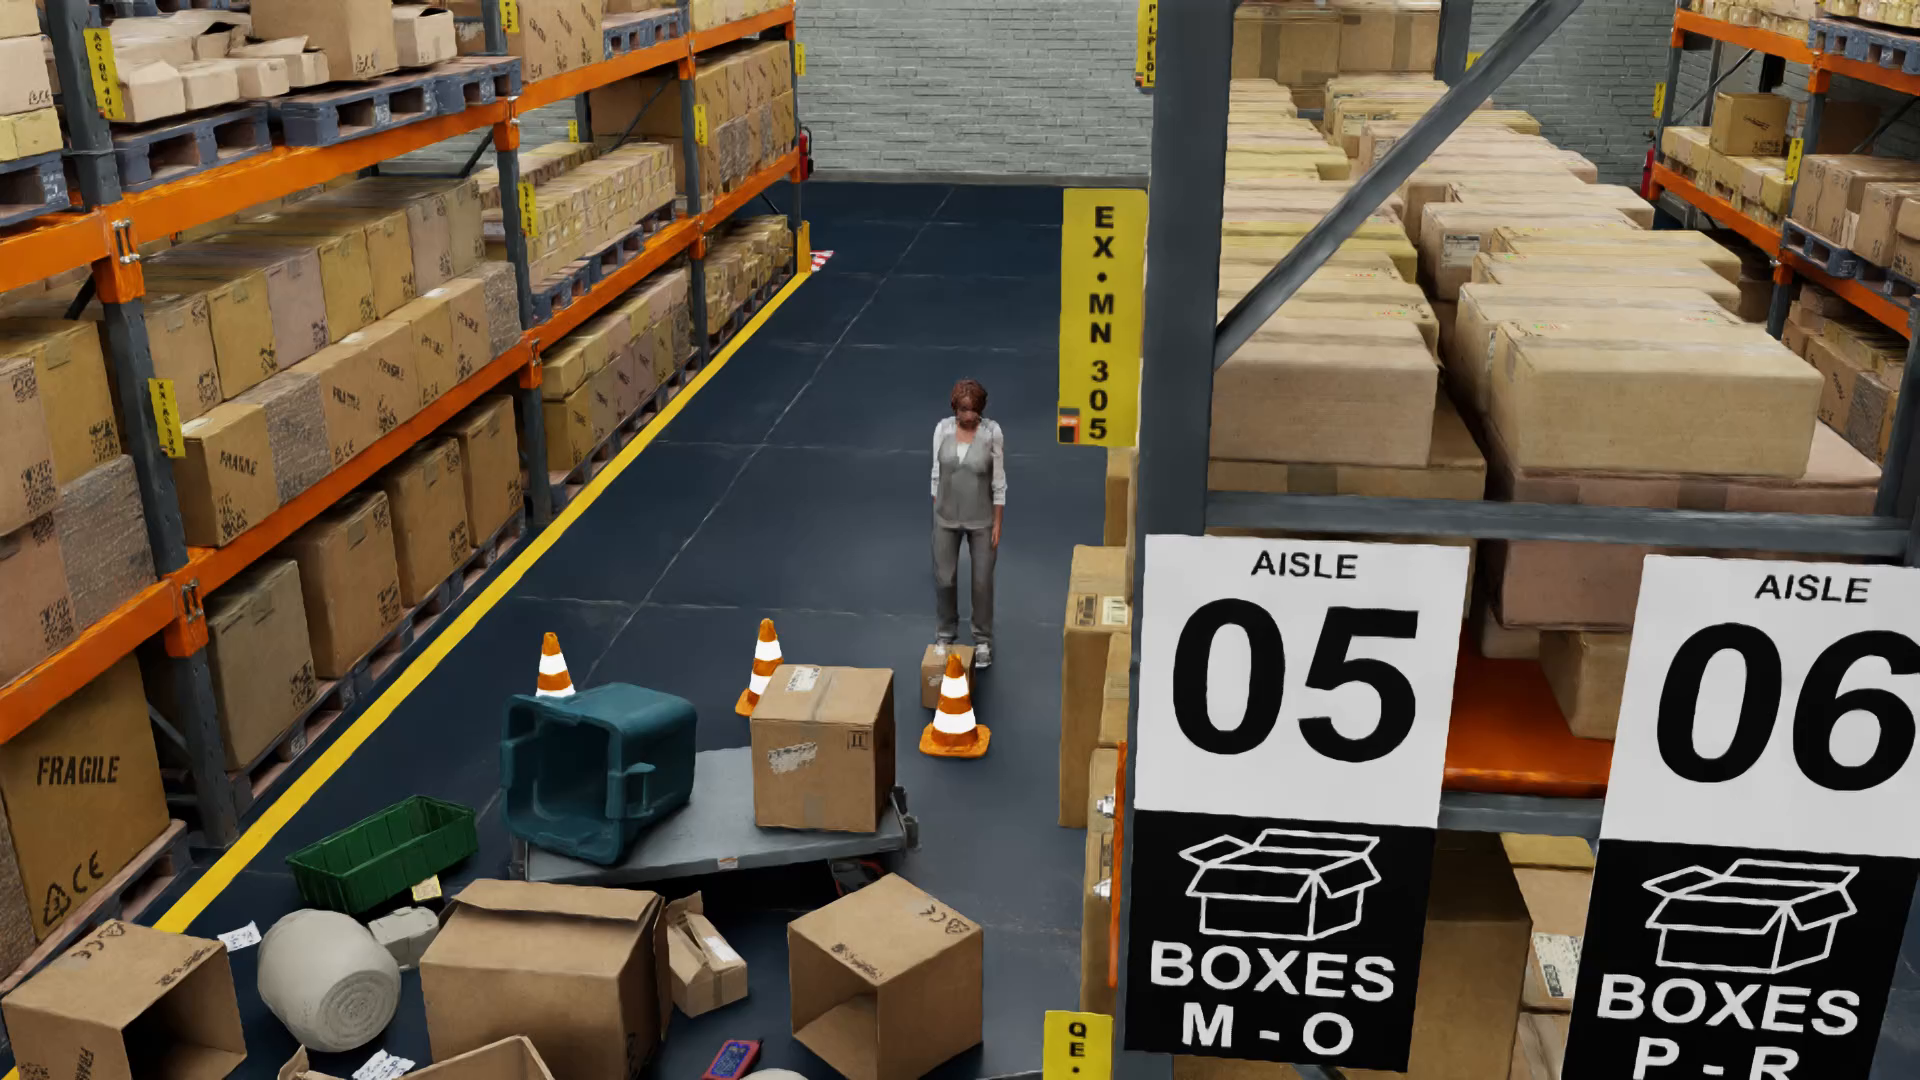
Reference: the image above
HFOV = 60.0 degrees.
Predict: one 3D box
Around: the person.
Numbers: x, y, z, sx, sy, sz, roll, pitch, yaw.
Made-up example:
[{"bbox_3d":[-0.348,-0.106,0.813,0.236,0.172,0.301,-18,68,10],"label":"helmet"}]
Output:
[{"bbox_3d":[0.046,-0.091,8.839,0.407,1.594,0.299,3,22,7],"label":"person"}]
